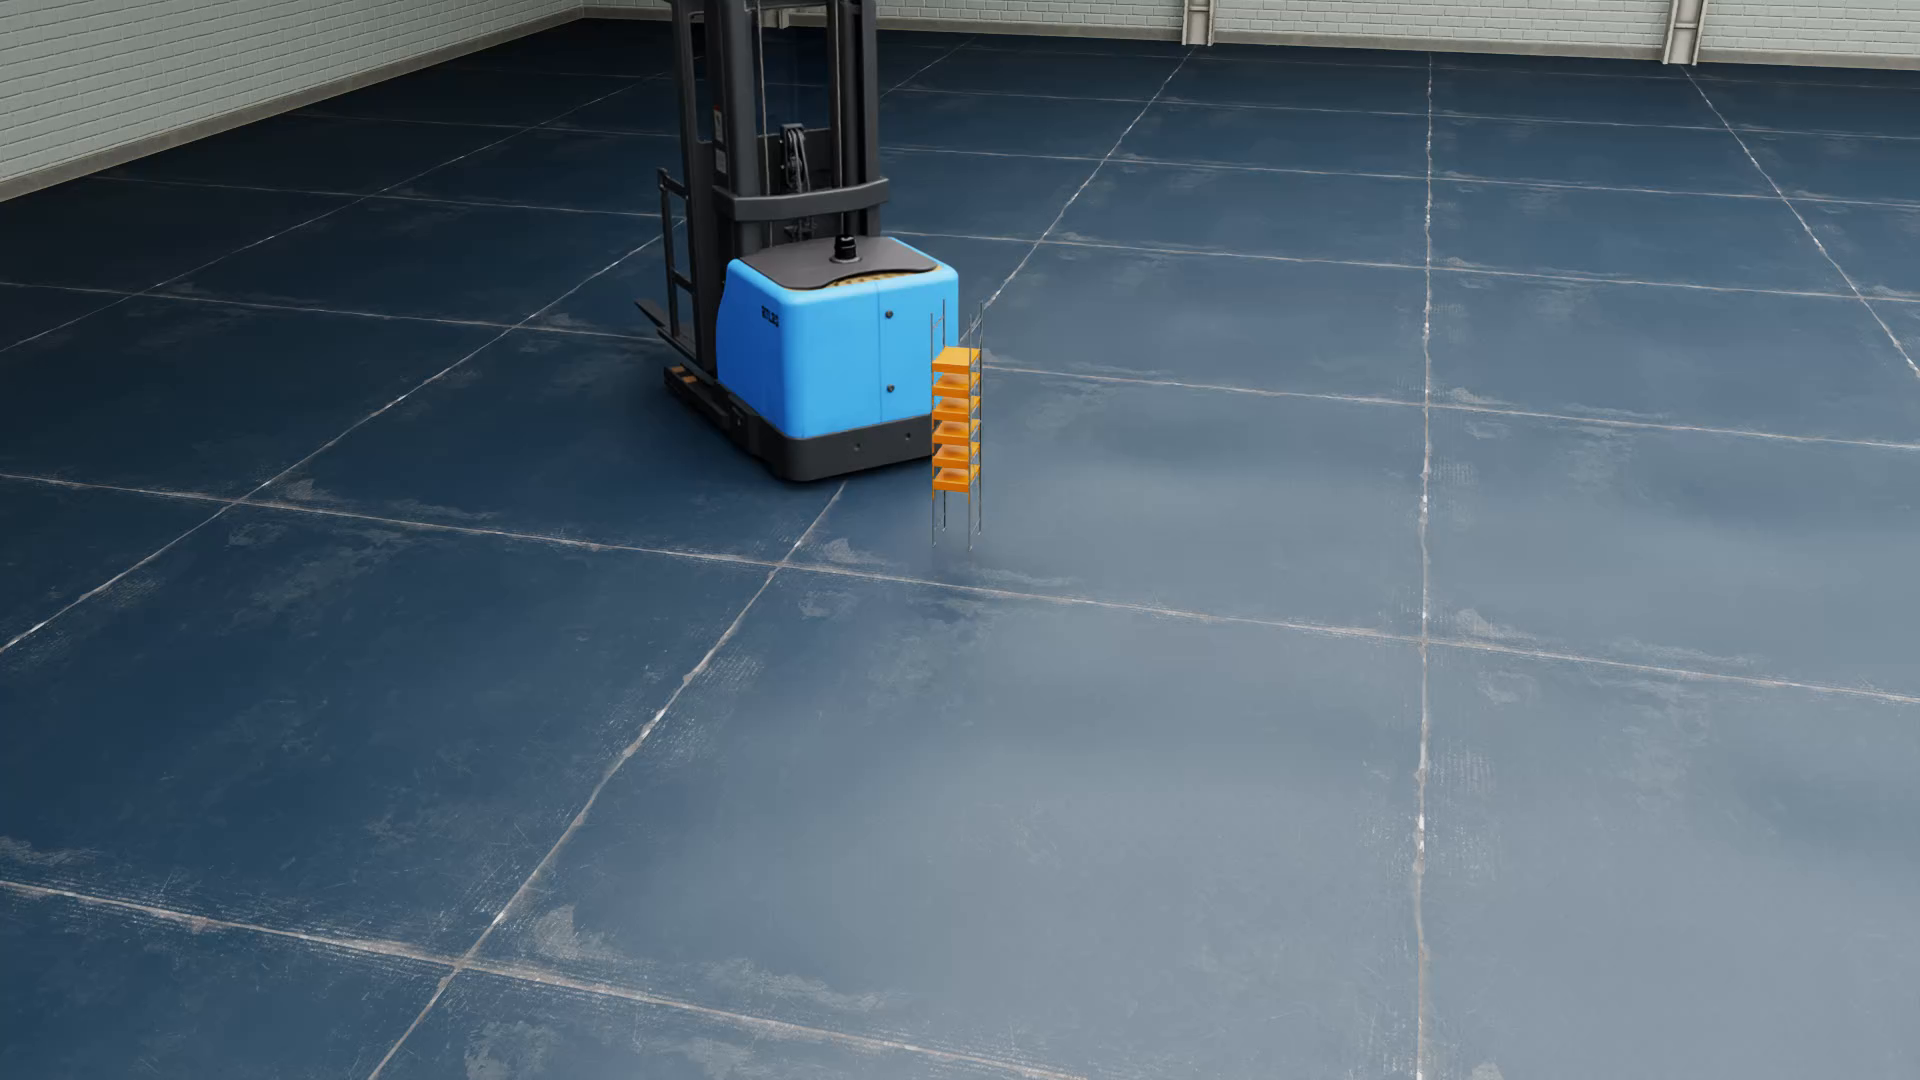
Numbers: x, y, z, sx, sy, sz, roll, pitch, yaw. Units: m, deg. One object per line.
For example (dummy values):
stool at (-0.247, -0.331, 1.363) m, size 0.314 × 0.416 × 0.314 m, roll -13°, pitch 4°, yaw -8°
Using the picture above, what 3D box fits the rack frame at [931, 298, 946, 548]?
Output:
rack frame at (-0.103, -0.553, 8.016) m, size 0.006 × 1.200 × 0.240 m, roll 6°, pitch 26°, yaw 13°

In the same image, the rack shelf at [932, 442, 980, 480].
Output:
rack shelf at (-0.014, -0.395, 8.066) m, size 0.180 × 0.103 × 0.258 m, roll 6°, pitch 26°, yaw 13°

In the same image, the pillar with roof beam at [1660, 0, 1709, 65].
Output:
pillar with roof beam at (7.906, -8.242, 15.093) m, size 0.400 × 9.000 × 9.100 m, roll 6°, pitch 26°, yaw 13°

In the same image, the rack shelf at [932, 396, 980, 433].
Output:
rack shelf at (-0.014, -0.612, 7.963) m, size 0.180 × 0.103 × 0.258 m, roll 6°, pitch 26°, yaw 13°

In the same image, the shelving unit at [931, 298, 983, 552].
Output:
shelving unit at (-0.014, -0.543, 7.995) m, size 0.189 × 1.200 × 0.258 m, roll 6°, pitch 26°, yaw 13°

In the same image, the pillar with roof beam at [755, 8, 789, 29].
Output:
pillar with roof beam at (-3.716, -9.527, 17.792) m, size 0.400 × 9.000 × 9.100 m, roll 6°, pitch 26°, yaw 13°

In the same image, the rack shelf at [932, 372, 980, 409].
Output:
rack shelf at (-0.014, -0.720, 7.911) m, size 0.180 × 0.103 × 0.258 m, roll 6°, pitch 26°, yaw 13°

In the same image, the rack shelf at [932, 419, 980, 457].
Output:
rack shelf at (-0.014, -0.503, 8.014) m, size 0.180 × 0.103 × 0.258 m, roll 6°, pitch 26°, yaw 13°

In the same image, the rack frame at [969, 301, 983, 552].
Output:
rack frame at (0.075, -0.533, 7.975) m, size 0.006 × 1.200 × 0.240 m, roll 6°, pitch 26°, yaw 13°

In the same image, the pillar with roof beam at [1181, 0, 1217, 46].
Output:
pillar with roof beam at (2.095, -8.884, 16.443) m, size 0.400 × 9.000 × 9.100 m, roll 6°, pitch 26°, yaw 13°

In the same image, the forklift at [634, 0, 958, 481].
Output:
forklift at (-1.147, -2.228, 9.521) m, size 1.130 × 2.935 × 3.031 m, roll -13°, pitch 29°, yaw -26°

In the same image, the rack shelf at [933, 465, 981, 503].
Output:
rack shelf at (-0.014, -0.286, 8.118) m, size 0.180 × 0.103 × 0.258 m, roll 6°, pitch 26°, yaw 13°

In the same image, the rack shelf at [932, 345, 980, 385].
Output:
rack shelf at (-0.014, -0.828, 7.860) m, size 0.180 × 0.103 × 0.258 m, roll 6°, pitch 26°, yaw 13°
